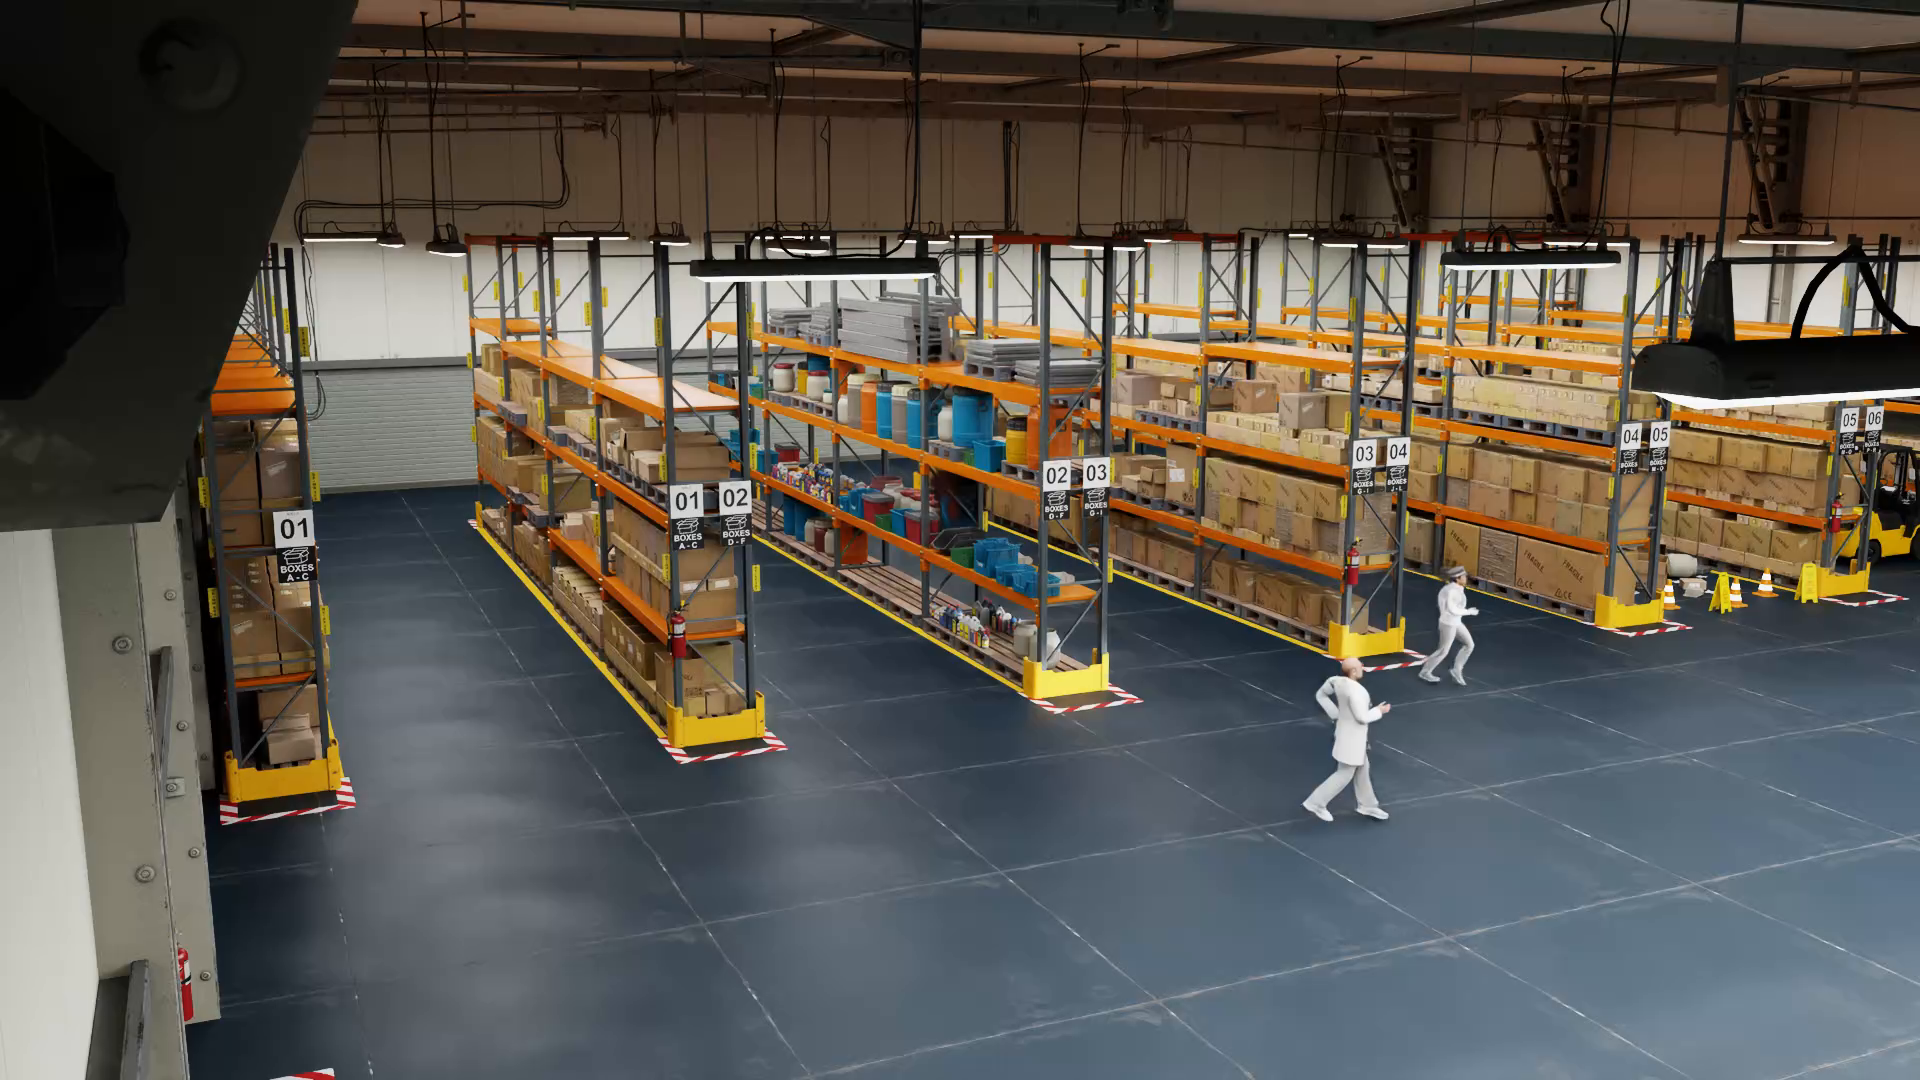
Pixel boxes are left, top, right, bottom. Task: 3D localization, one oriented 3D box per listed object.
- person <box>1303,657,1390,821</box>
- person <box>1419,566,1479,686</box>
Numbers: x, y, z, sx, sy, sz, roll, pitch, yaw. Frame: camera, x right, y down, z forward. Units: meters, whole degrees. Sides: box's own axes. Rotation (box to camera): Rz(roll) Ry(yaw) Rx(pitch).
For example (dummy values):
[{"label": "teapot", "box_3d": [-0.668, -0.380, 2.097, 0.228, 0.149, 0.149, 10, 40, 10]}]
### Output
[{"label": "person", "box_3d": [4.095, 2.105, 17.459, 0.981, 1.804, 0.698, -1, 11, -4]}, {"label": "person", "box_3d": [6.709, 1.172, 22.752, 0.753, 1.704, 0.634, 5, 12, 23]}]
